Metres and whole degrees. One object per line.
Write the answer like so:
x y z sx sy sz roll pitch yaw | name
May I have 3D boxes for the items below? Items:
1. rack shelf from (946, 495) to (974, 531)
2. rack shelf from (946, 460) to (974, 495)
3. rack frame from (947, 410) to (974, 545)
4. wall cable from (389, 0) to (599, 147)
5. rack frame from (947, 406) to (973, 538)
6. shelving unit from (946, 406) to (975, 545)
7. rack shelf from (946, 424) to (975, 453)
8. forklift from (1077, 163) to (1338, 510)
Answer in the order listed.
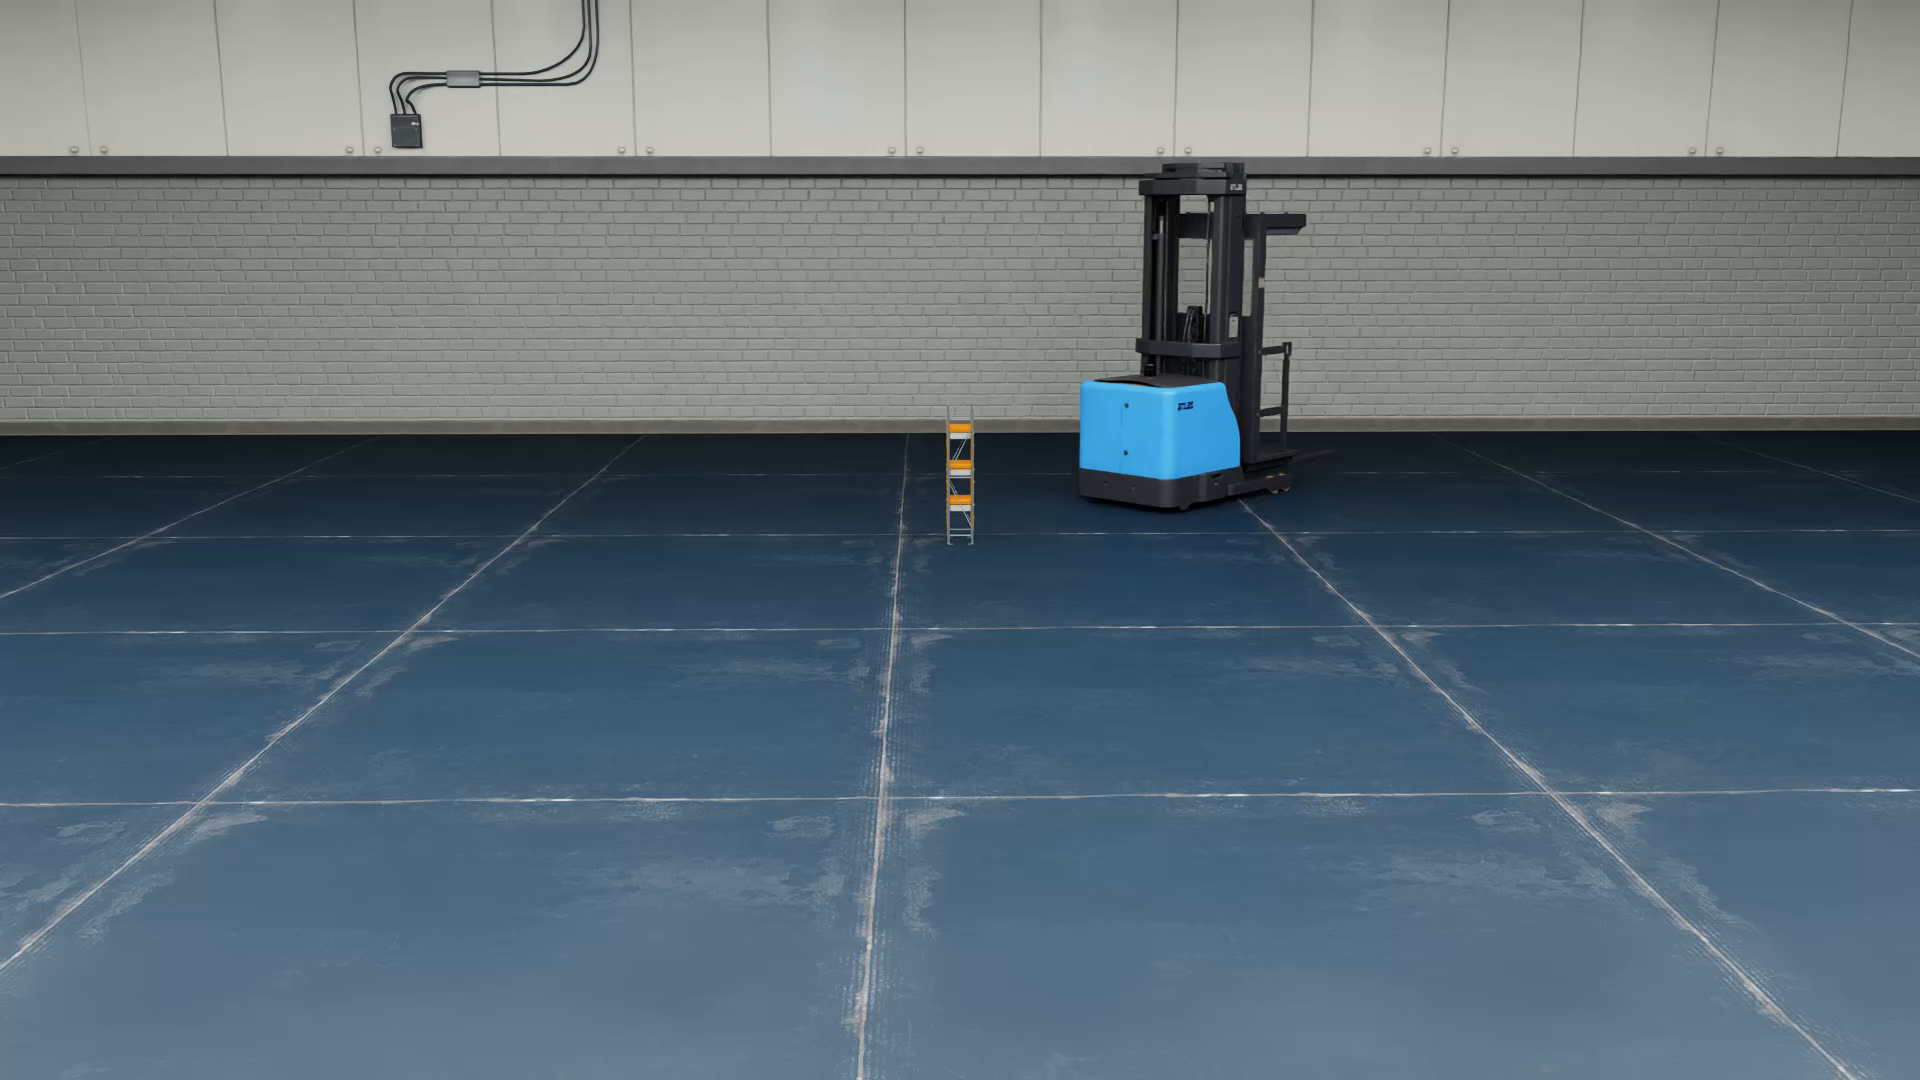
0.001 -0.221 12.960 0.215 0.259 0.240 0 11 -1 | rack shelf
0.001 -0.494 12.904 0.215 0.259 0.240 0 11 -1 | rack shelf
0.004 -0.480 12.783 0.200 1.050 0.008 0 11 -1 | rack frame
-5.099 -7.282 17.765 2.305 6.003 0.169 0 11 -1 | wall cable
-0.001 -0.528 13.022 0.200 1.050 0.008 0 11 -1 | rack frame
0.001 -0.504 12.902 0.215 1.050 0.252 0 11 -1 | shelving unit
0.001 -0.772 12.848 0.215 0.259 0.240 0 11 -1 | rack shelf
2.414 -1.919 15.144 1.130 2.935 3.031 11 16 42 | forklift
